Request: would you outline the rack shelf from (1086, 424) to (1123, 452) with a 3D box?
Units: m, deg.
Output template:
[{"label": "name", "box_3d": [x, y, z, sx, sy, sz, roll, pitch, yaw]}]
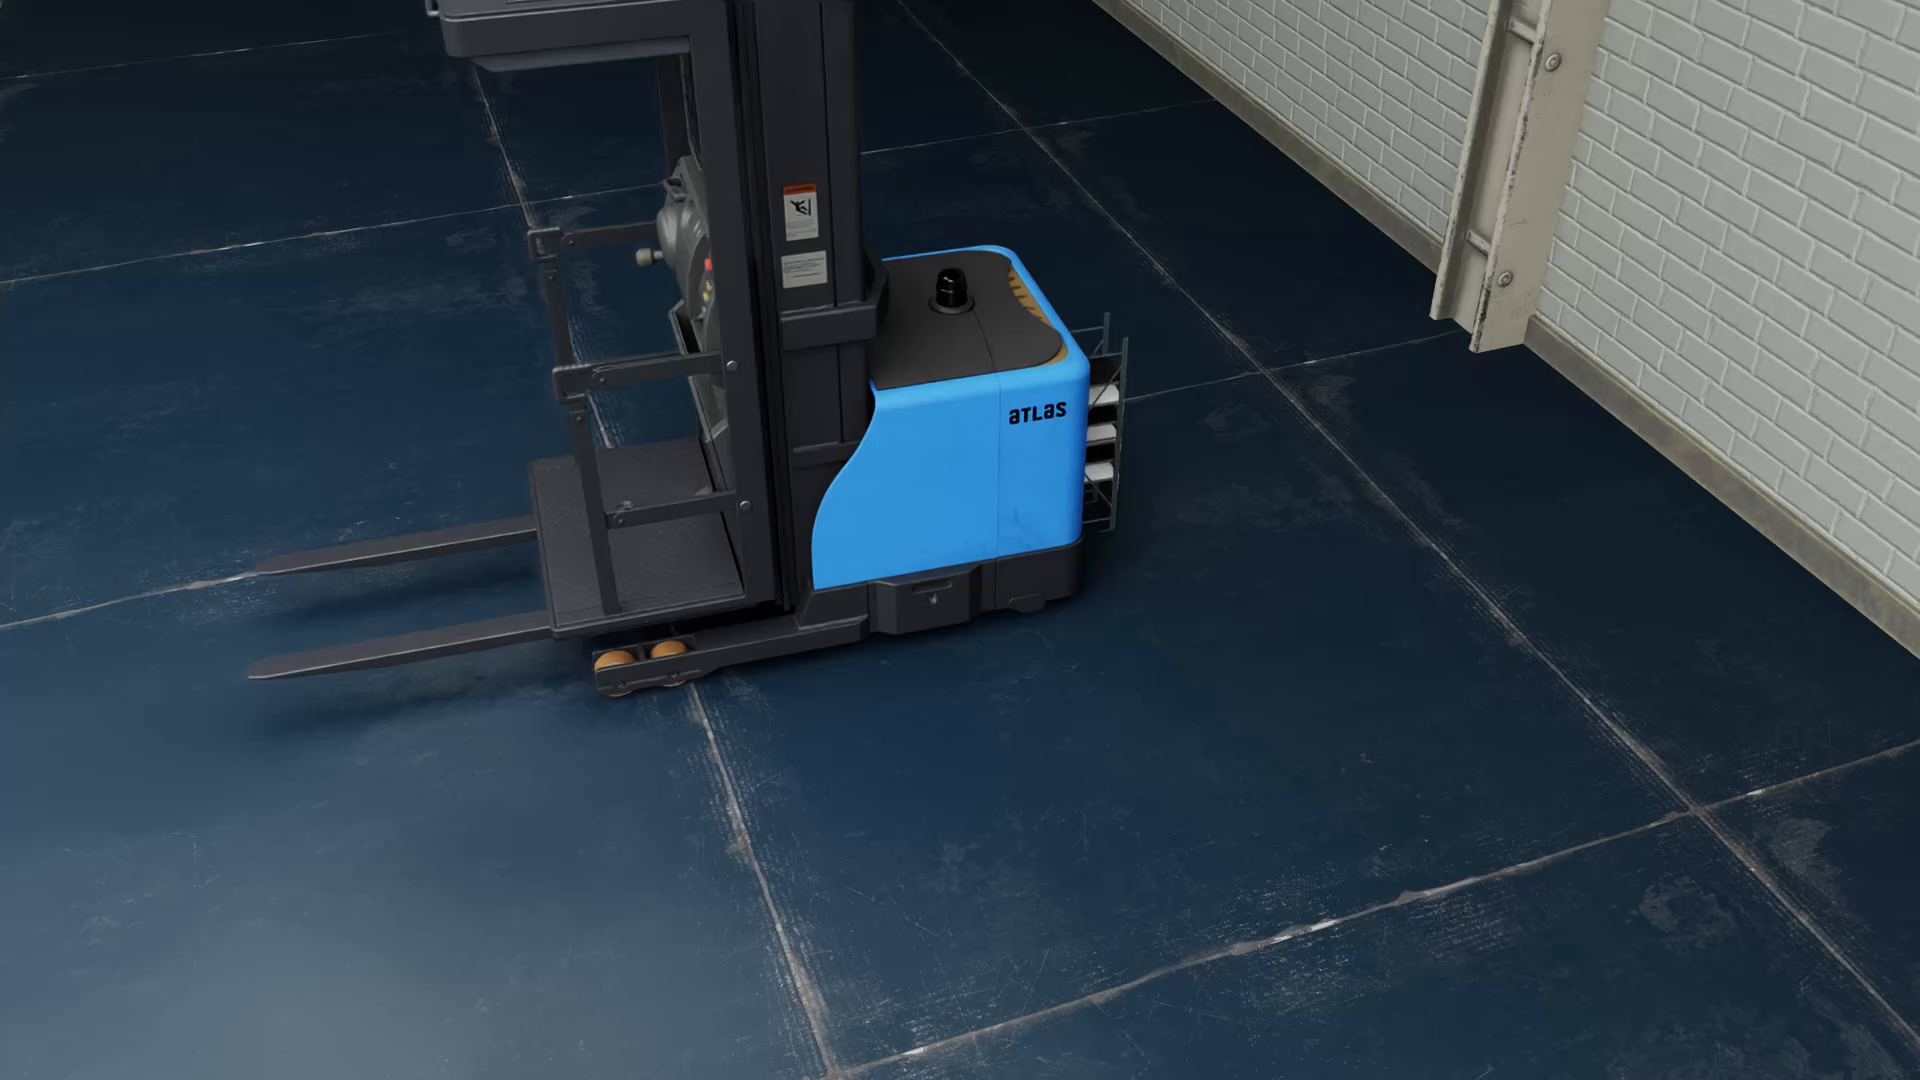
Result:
[{"label": "rack shelf", "box_3d": [0.489, -0.415, 6.608, 0.258, 0.077, 0.200, -10, 38, -13]}]

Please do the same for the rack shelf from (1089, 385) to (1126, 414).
[{"label": "rack shelf", "box_3d": [0.490, -0.559, 6.500, 0.258, 0.077, 0.200, -10, 38, -13]}]

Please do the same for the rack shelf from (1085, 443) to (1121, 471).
[{"label": "rack shelf", "box_3d": [0.489, -0.344, 6.662, 0.258, 0.077, 0.200, -10, 38, -13]}]

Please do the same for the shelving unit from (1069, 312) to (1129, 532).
[{"label": "shelving unit", "box_3d": [0.490, -0.442, 6.588, 0.258, 0.900, 0.210, -10, 38, -13]}]

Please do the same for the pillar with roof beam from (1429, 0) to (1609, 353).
[{"label": "pillar with roof beam", "box_3d": [-1.510, -3.738, 4.233, 9.100, 9.000, 0.400, -12, 39, -16]}]

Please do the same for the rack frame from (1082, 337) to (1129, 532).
[{"label": "rack frame", "box_3d": [0.518, -0.383, 6.510, 0.240, 0.900, 0.006, -10, 38, -13]}]

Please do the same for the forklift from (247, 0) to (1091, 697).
[{"label": "forklift", "box_3d": [-1.102, -0.961, 5.590, 3.031, 2.935, 1.130, -10, 38, -13]}]

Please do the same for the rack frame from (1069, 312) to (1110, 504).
[{"label": "rack frame", "box_3d": [0.461, -0.501, 6.666, 0.240, 0.900, 0.006, -10, 38, -13]}]

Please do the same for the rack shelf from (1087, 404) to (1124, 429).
[{"label": "rack shelf", "box_3d": [0.490, -0.487, 6.554, 0.258, 0.077, 0.200, -10, 38, -13]}]

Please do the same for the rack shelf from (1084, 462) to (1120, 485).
[{"label": "rack shelf", "box_3d": [0.489, -0.272, 6.716, 0.258, 0.077, 0.200, -10, 38, -13]}]

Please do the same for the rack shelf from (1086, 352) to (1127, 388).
[{"label": "rack shelf", "box_3d": [0.490, -0.631, 6.446, 0.258, 0.077, 0.200, -10, 38, -13]}]
